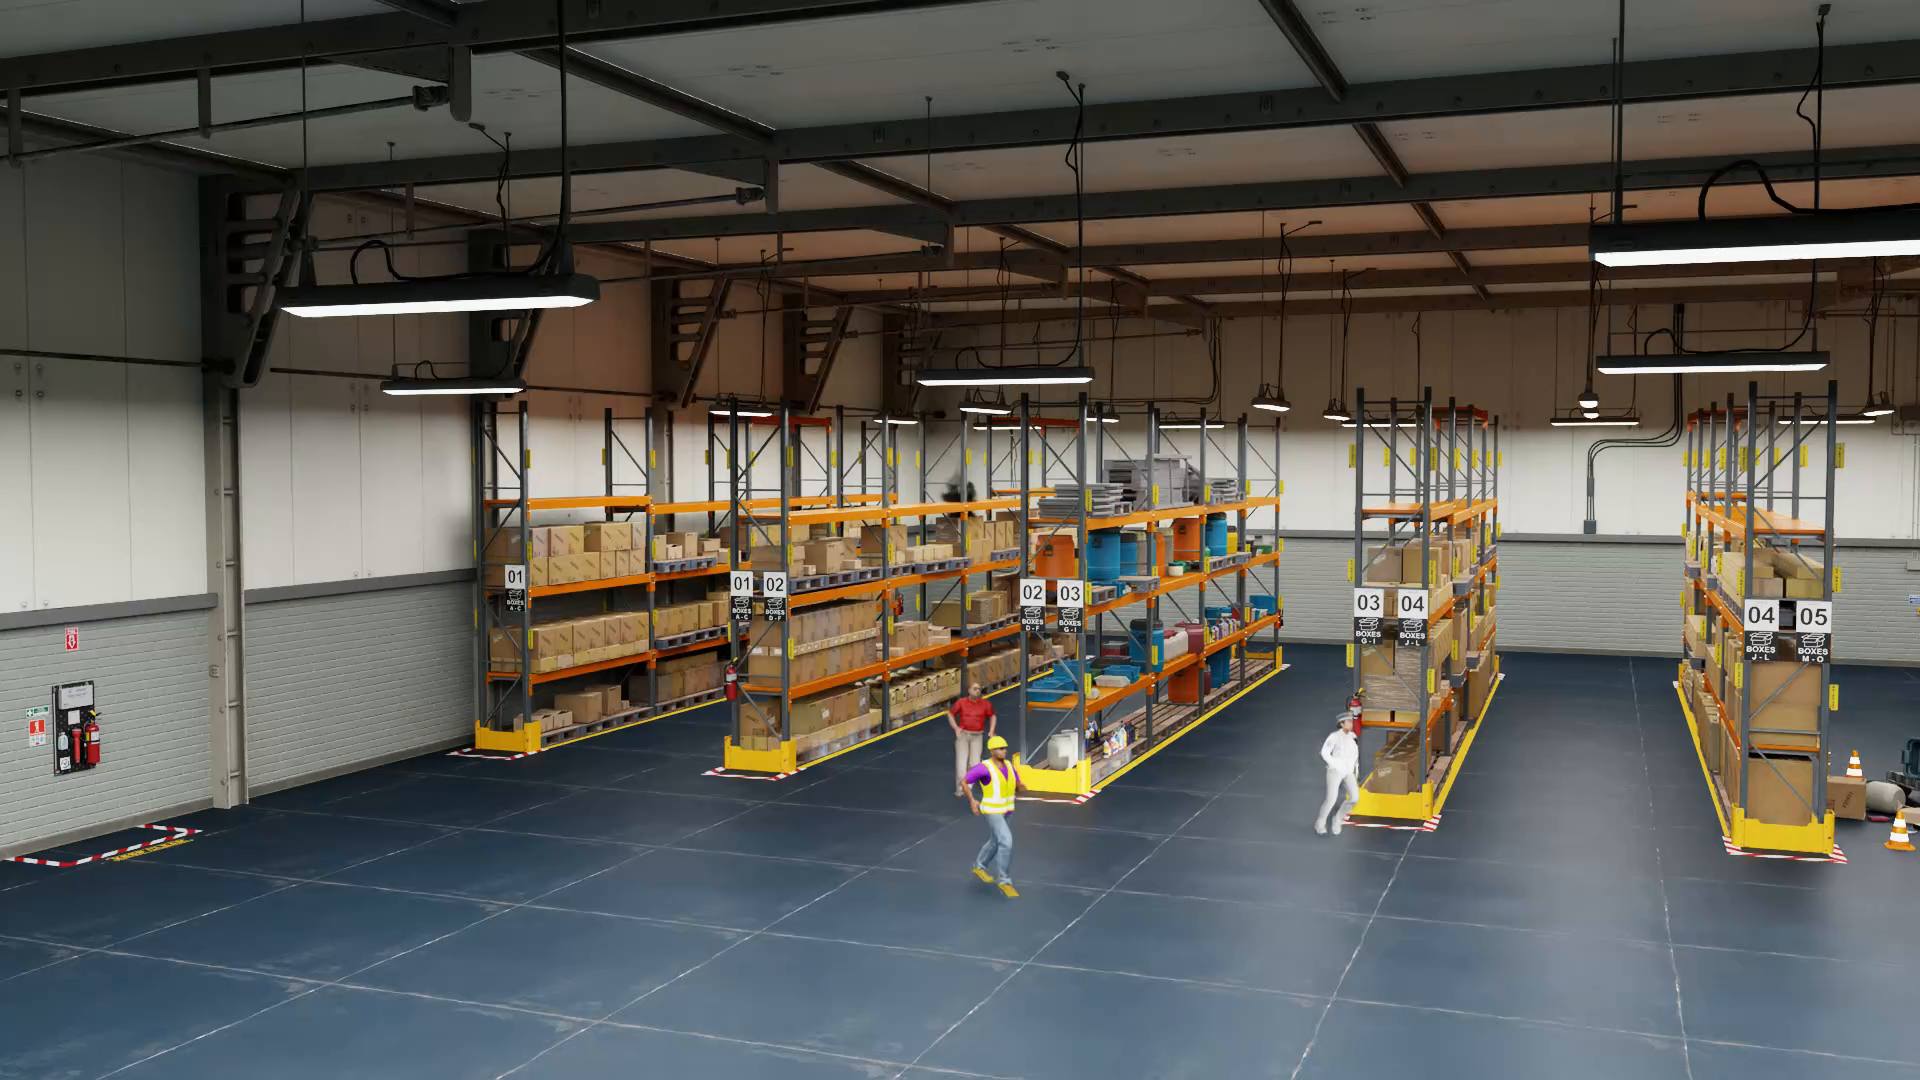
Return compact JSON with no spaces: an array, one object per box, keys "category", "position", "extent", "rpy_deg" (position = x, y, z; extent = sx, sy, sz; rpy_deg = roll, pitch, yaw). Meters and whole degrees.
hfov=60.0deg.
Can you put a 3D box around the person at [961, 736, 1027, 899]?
[{"category":"person","position":[0.424,3.175,19.220],"extent":[0.807,1.821,0.677],"rpy_deg":[2,4,40]}]

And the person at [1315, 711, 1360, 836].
[{"category":"person","position":[5.106,3.097,22.135],"extent":[0.676,1.641,0.589],"rpy_deg":[-1,3,-22]}]

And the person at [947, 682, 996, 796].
[{"category":"person","position":[0.182,2.963,24.745],"extent":[0.736,1.680,0.498],"rpy_deg":[0,3,-3]}]
